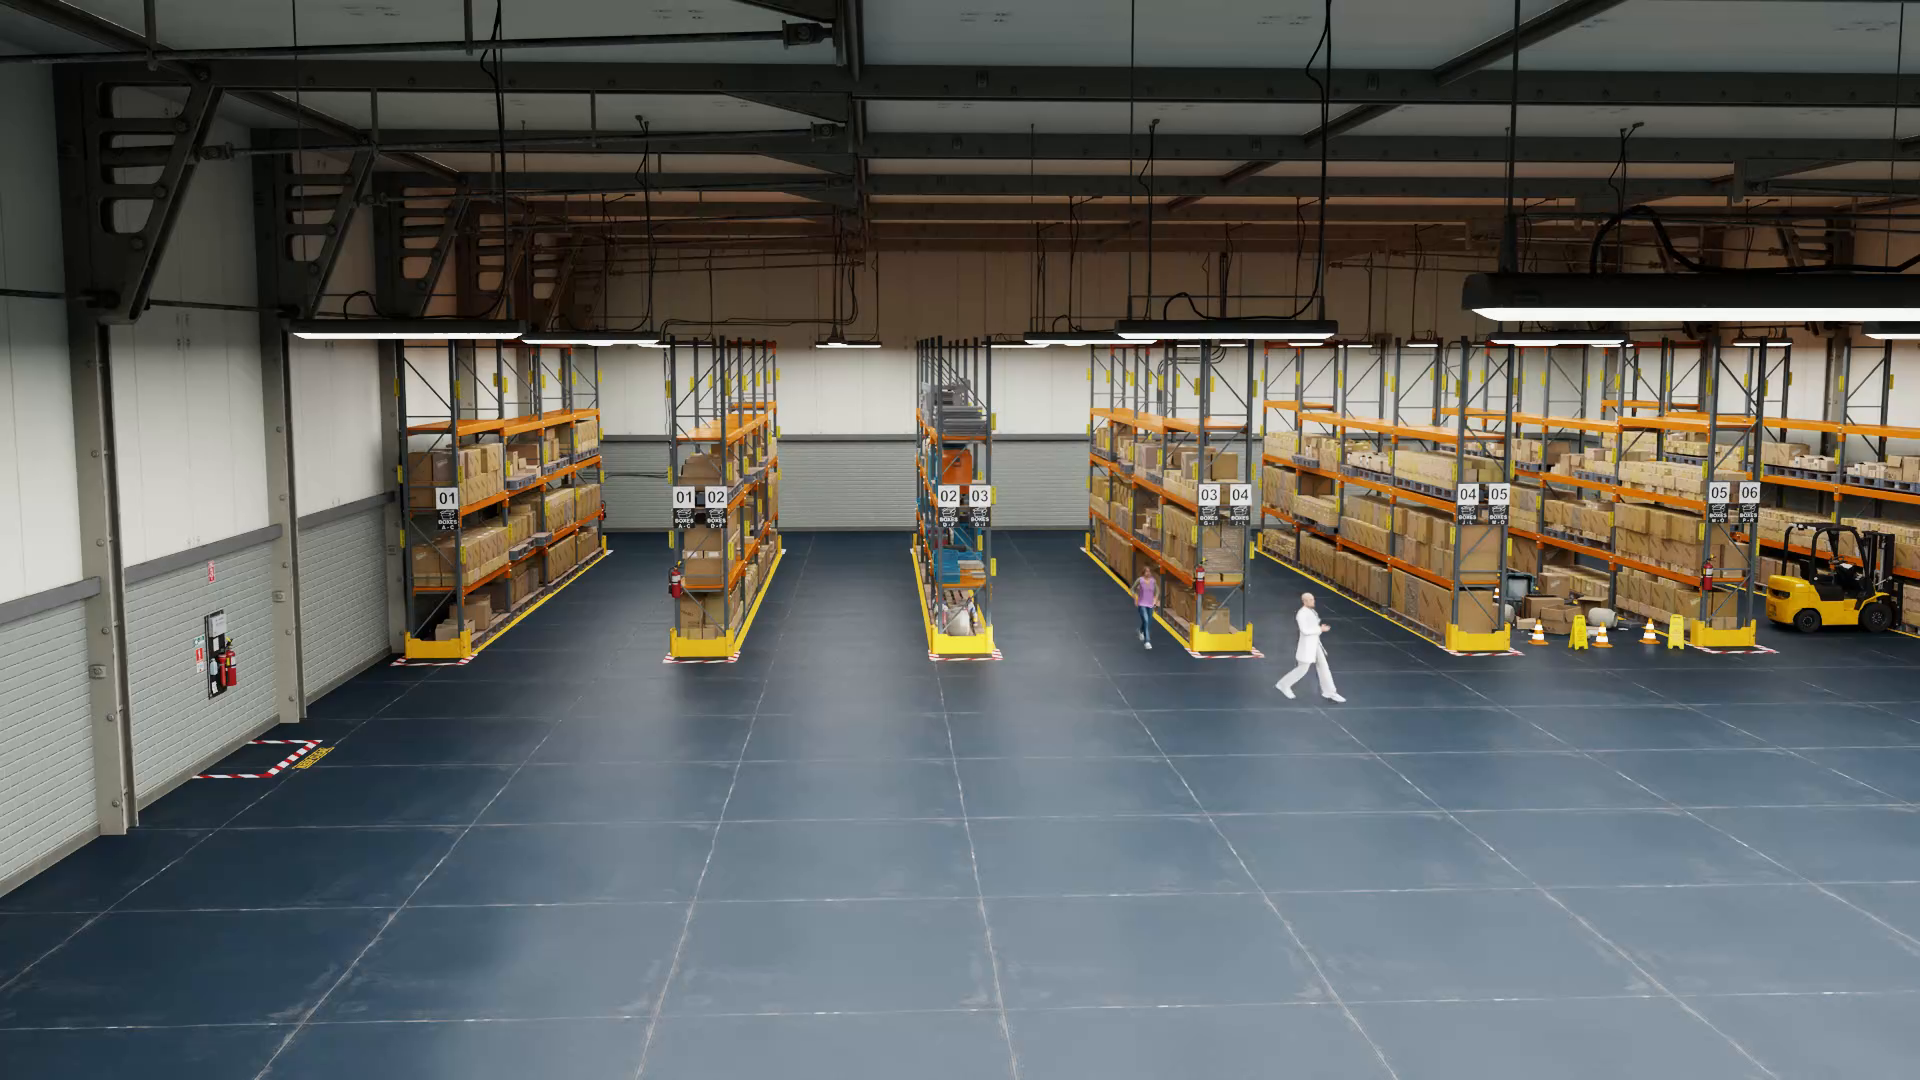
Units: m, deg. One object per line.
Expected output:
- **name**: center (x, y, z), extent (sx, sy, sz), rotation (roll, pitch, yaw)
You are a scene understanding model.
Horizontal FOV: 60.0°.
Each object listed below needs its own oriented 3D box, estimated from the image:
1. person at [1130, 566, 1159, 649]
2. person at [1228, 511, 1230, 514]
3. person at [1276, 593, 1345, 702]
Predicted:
- **person**: center (3.584, 1.277, 32.239), extent (0.554, 1.592, 0.803), rotation (-1, 7, -11)
- **person**: center (8.015, -0.682, 48.619), extent (0.950, 1.746, 0.709), rotation (-3, 7, -25)
- **person**: center (5.745, 1.739, 27.183), extent (1.116, 1.758, 0.731), rotation (4, 8, 30)
